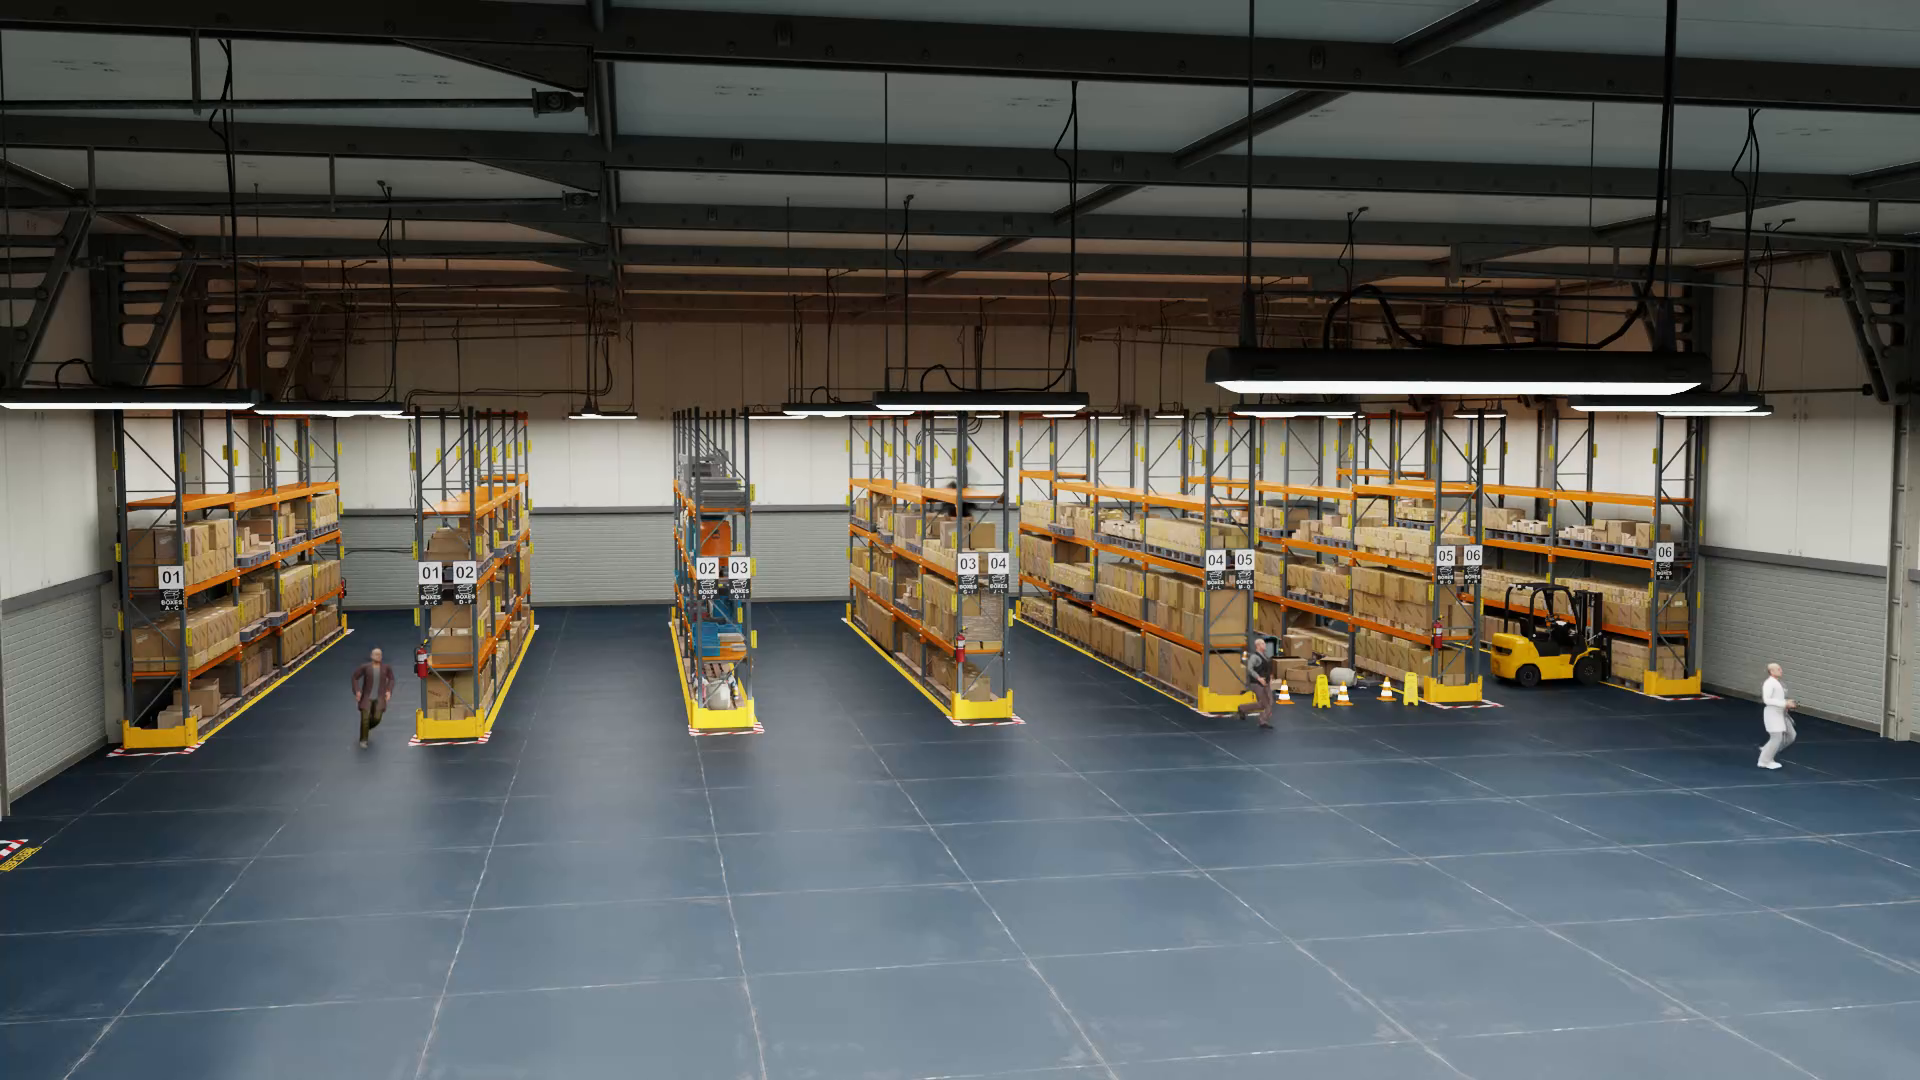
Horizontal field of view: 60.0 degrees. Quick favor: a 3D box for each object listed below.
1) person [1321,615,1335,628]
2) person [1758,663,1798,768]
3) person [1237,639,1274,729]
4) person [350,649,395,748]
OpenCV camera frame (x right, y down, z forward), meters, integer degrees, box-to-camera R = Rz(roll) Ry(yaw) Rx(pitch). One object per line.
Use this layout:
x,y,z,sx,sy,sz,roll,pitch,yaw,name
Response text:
10.172,1.690,45.800,0.541,1.552,0.666,-2,4,-22,person
13.487,2.899,27.350,0.697,1.741,0.639,-4,6,-44,person
5.573,2.682,31.096,0.708,1.681,0.676,2,5,31,person
-10.398,2.790,29.478,0.755,1.712,0.607,-2,5,-27,person
